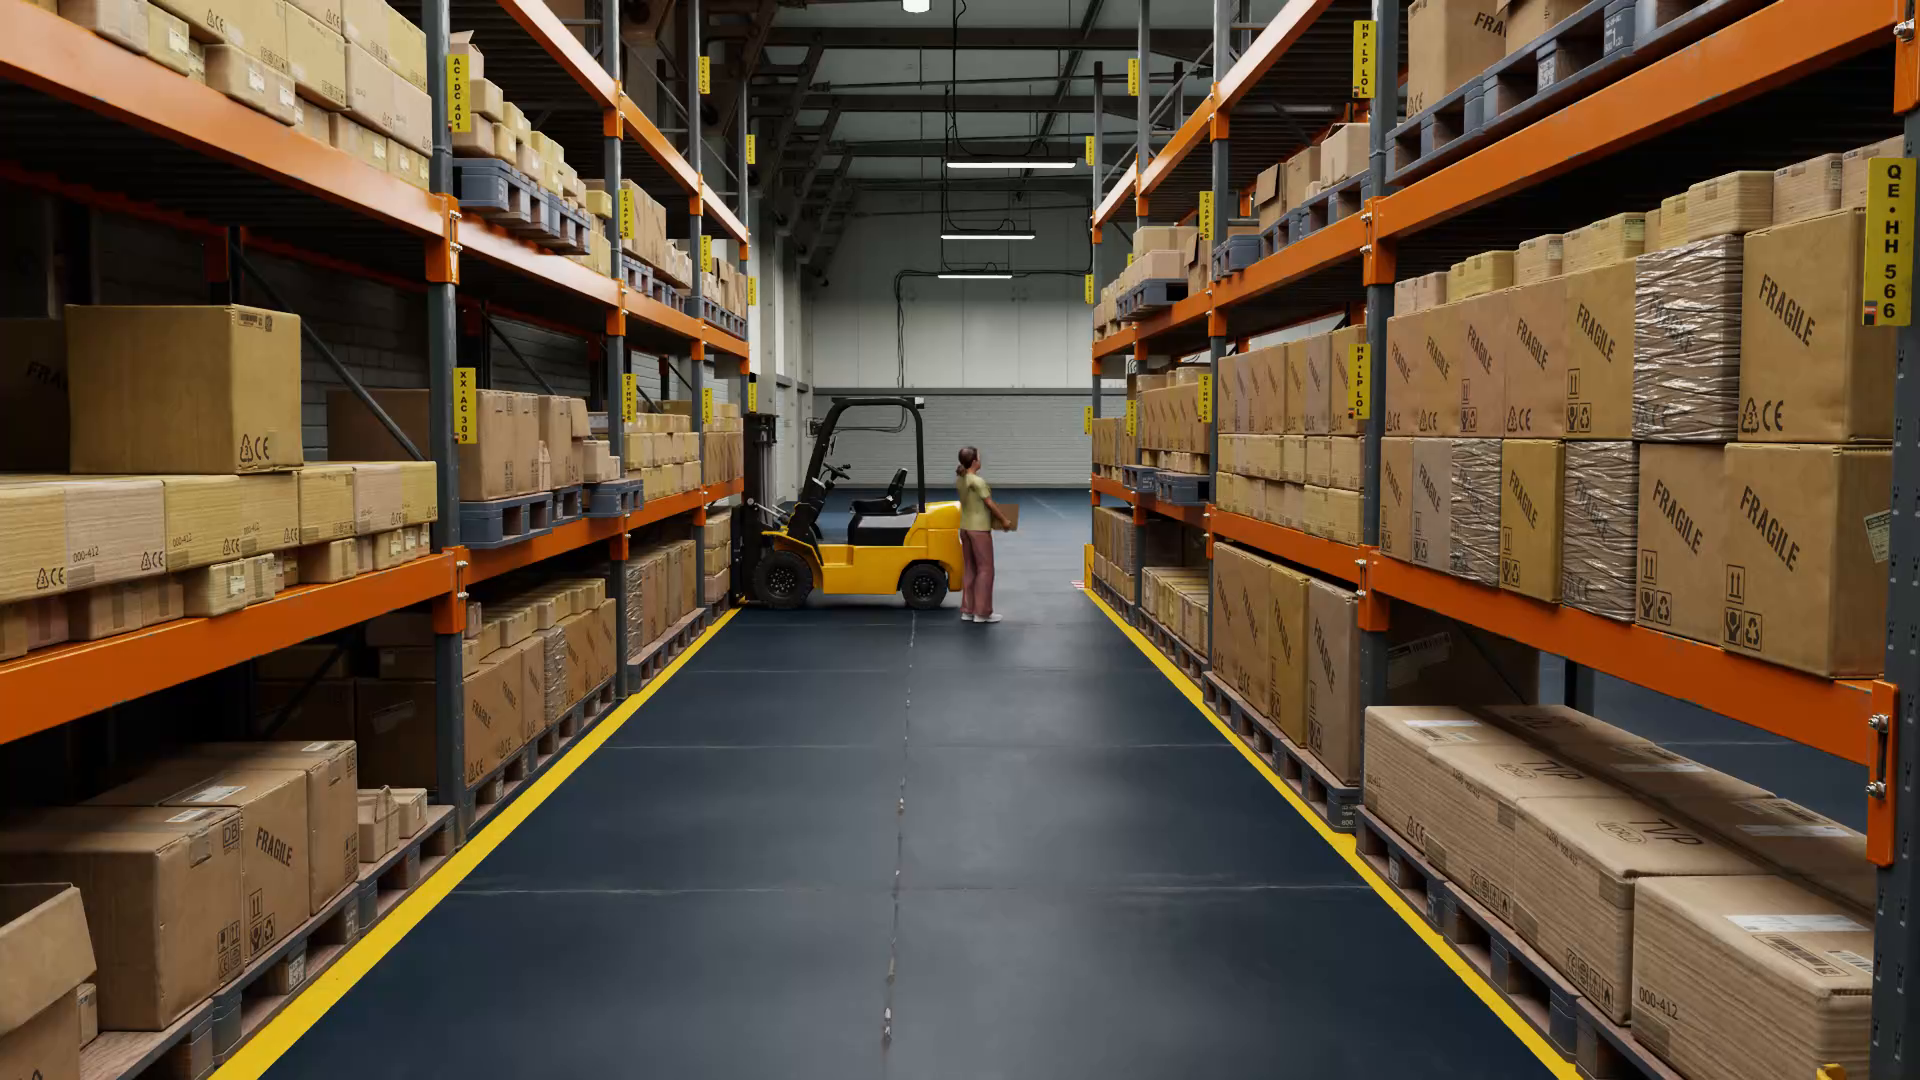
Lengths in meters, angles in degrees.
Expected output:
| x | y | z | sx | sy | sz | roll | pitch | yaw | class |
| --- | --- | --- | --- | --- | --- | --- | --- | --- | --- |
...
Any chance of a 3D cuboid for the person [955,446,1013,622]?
| x | y | z | sx | sy | sz | roll | pitch | yaw | class |
| --- | --- | --- | --- | --- | --- | --- | --- | --- | --- |
| 0.211 | -0.057 | 15.905 | 0.537 | 1.661 | 0.435 | -2 | 4 | -31 | person |
